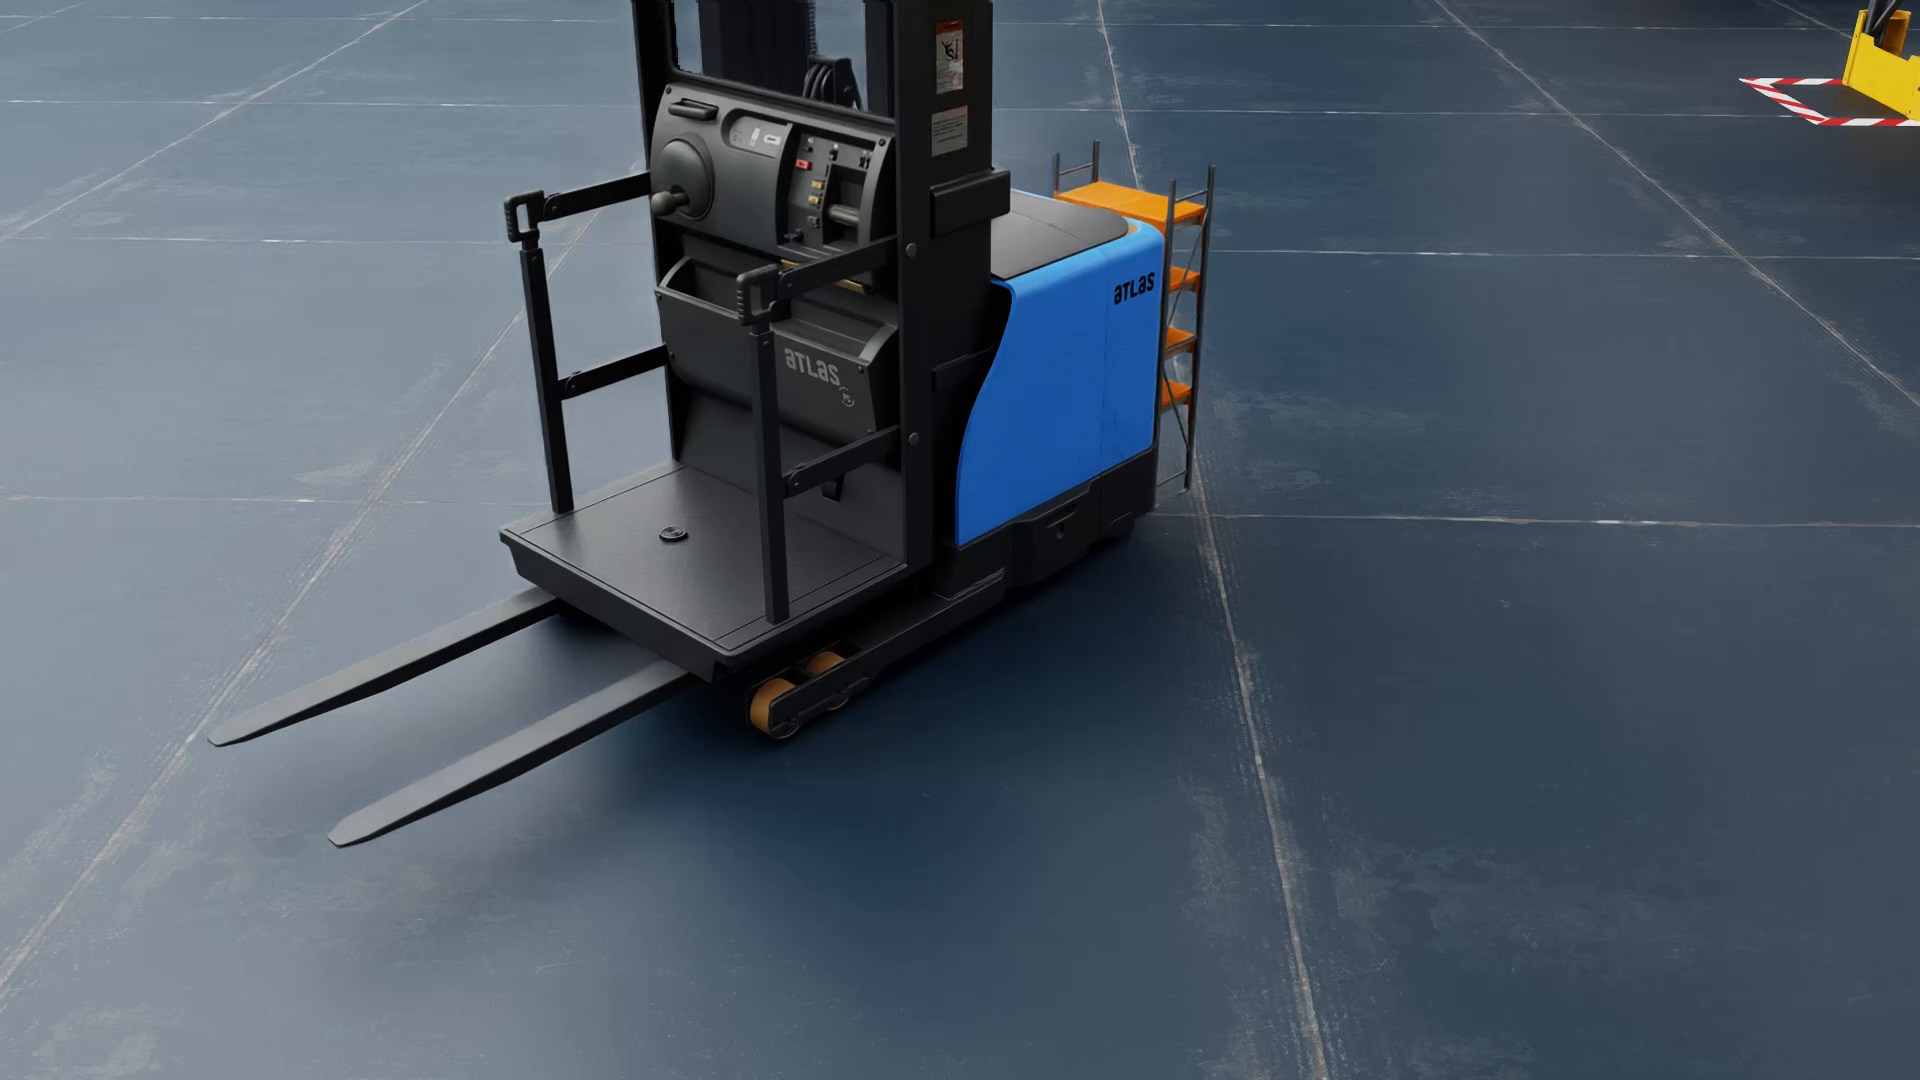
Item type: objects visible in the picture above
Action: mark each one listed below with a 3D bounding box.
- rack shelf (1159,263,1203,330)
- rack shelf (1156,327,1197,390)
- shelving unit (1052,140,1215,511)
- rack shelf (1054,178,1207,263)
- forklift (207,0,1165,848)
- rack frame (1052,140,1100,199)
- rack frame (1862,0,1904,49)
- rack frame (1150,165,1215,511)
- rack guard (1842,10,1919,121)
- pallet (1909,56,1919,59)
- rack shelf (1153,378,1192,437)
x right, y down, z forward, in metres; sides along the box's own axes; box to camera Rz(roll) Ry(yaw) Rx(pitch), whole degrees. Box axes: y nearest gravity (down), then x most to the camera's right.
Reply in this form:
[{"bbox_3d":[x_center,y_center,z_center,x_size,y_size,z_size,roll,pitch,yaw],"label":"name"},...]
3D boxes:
[{"bbox_3d":[0.582,-0.893,5.817,0.480,0.148,0.258,23,35,37],"label":"rack shelf"},{"bbox_3d":[0.581,-0.694,5.921,0.480,0.148,0.258,23,35,37],"label":"rack shelf"},{"bbox_3d":[0.582,-0.754,5.889,0.503,1.200,0.258,23,35,37],"label":"shelving unit"},{"bbox_3d":[0.584,-1.102,5.707,0.480,0.148,0.258,23,35,37],"label":"rack shelf"},{"bbox_3d":[-0.687,-1.005,4.516,1.130,2.935,3.031,23,36,37],"label":"forklift"},{"bbox_3d":[0.402,-0.831,6.035,0.015,1.200,0.240,23,35,37],"label":"rack frame"},{"bbox_3d":[6.404,-4.350,10.753,0.127,3.000,1.000,1,28,2],"label":"rack frame"},{"bbox_3d":[0.762,-0.677,5.744,0.015,1.200,0.240,23,35,37],"label":"rack frame"},{"bbox_3d":[6.480,-3.244,11.336,0.348,0.500,1.175,1,28,2],"label":"rack guard"},{"bbox_3d":[7.290,-3.087,11.347,1.213,0.211,1.003,1,28,2],"label":"pallet"},{"bbox_3d":[0.580,-0.519,6.013,0.480,0.148,0.258,23,35,37],"label":"rack shelf"}]
